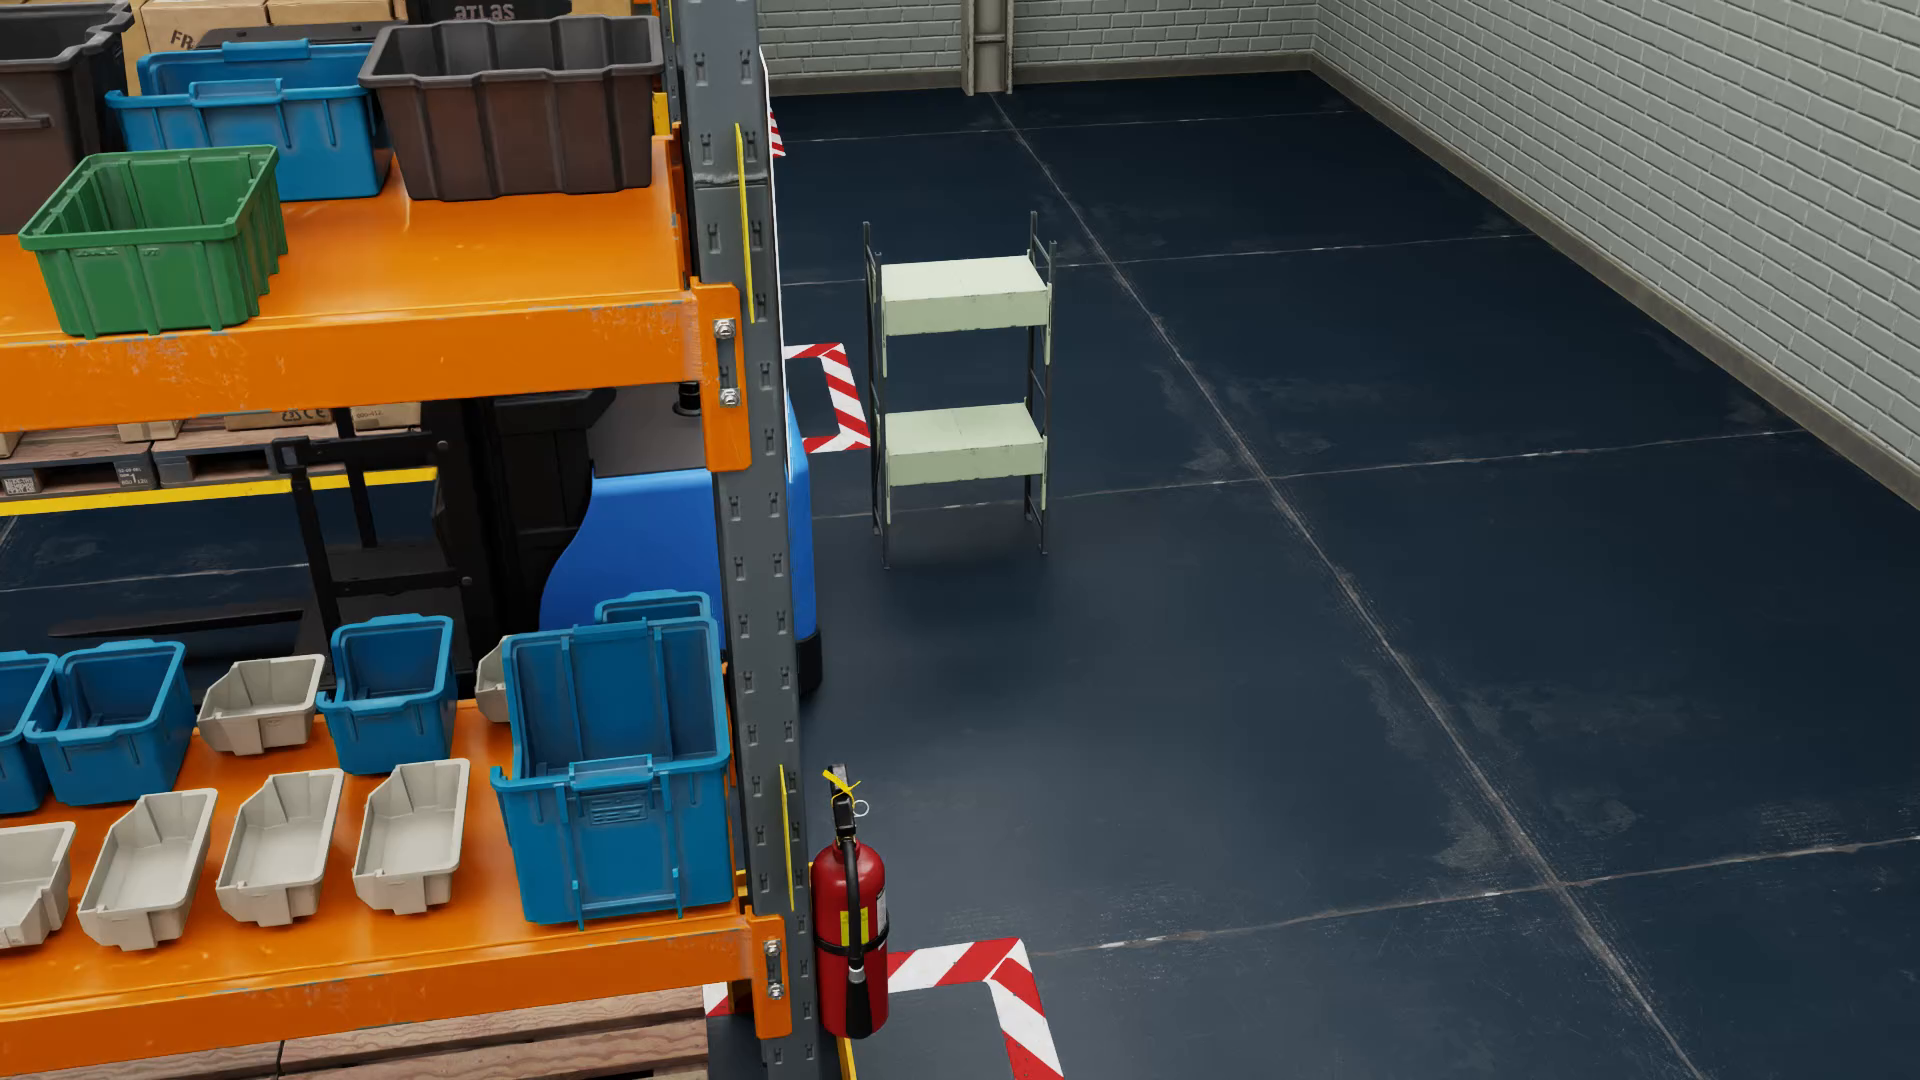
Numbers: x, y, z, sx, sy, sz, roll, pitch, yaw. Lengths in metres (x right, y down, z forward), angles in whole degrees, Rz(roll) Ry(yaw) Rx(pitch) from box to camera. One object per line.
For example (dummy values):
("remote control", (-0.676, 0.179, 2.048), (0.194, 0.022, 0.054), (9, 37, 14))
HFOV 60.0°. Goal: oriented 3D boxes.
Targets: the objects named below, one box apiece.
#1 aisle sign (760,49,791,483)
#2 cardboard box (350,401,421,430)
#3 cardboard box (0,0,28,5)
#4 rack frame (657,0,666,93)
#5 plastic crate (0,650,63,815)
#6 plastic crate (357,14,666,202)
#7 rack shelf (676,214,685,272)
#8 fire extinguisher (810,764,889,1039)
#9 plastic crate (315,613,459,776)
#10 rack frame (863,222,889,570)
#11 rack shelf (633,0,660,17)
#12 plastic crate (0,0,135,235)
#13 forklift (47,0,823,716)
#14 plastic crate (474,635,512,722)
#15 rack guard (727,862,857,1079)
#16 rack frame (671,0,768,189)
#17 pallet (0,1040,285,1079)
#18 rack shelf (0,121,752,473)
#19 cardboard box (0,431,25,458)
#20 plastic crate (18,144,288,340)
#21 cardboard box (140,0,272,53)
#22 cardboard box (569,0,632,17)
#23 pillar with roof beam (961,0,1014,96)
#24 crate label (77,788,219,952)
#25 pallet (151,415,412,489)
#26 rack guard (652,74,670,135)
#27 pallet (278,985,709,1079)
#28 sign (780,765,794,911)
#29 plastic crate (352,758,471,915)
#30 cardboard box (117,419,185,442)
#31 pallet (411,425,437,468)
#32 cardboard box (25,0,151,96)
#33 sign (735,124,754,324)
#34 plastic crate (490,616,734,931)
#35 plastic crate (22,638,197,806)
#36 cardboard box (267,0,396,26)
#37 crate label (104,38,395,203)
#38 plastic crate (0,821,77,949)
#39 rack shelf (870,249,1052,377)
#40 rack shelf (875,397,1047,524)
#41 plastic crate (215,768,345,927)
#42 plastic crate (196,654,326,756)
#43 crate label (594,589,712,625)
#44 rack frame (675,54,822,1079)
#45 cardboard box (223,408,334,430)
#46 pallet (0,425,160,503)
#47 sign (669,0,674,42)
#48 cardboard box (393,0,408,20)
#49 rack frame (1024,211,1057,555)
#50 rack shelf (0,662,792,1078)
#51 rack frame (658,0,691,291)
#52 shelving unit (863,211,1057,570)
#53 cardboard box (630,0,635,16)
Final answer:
("aisle sign", (-0.360, -0.547, 3.155), (0.004, 0.787, 0.394), (-5, 31, -9))
("cardboard box", (-2.803, -0.796, 8.422), (0.500, 0.250, 0.500), (-5, 31, -9))
("cardboard box", (-4.286, -2.094, 7.267), (0.500, 0.500, 0.500), (-6, 31, -10))
("rack frame", (-2.268, -4.505, 12.452), (0.127, 3.000, 1.000), (-5, 31, -9))
("plastic crate", (-2.377, 0.487, 4.069), (0.300, 0.233, 0.416), (-5, 31, -9))
("plastic crate", (-0.913, -0.906, 3.501), (0.590, 0.269, 0.497), (-5, 31, -9))
("rack shelf", (-3.340, -1.543, 8.124), (4.000, 0.370, 1.077), (-5, 31, -9))
("fire extinguisher", (-0.254, 0.842, 3.804), (0.183, 0.674, 0.296), (-5, 31, -9))
("plastic crate", (-1.434, 0.399, 4.217), (0.300, 0.233, 0.416), (-5, 31, -9))
("rack frame", (-0.367, -0.612, 7.312), (0.023, 1.500, 0.400), (-5, 31, -9))
("rack shelf", (-4.236, -4.012, 12.324), (4.000, 0.370, 1.077), (-5, 31, -9))
("plastic crate", (-2.036, -0.829, 3.303), (0.767, 0.338, 0.504), (-5, 31, -9))
("forklift", (-2.121, -0.710, 6.066), (3.031, 2.935, 1.130), (-6, 31, -10))
("plastic crate", (-1.117, 0.369, 4.364), (0.298, 0.136, 0.250), (-5, 31, -9))
("rack guard", (-0.463, 1.503, 4.700), (0.348, 0.500, 1.175), (-5, 31, -9))
("rack frame", (-0.484, -2.151, 2.531), (0.127, 3.000, 1.000), (-5, 31, -9))
("pallet", (-2.500, 1.802, 4.477), (1.213, 0.211, 1.003), (-5, 31, -9))
("rack shelf", (-2.451, -0.366, 3.163), (4.000, 0.370, 1.077), (-5, 31, -9))
("cardboard box", (-4.855, -0.631, 8.083), (0.500, 0.311, 0.500), (-5, 31, -9))
("plastic crate", (-1.403, -0.535, 2.950), (0.336, 0.188, 0.450), (-5, 31, -9))
("cardboard box", (-3.272, -2.189, 7.428), (0.500, 0.500, 0.500), (-4, 31, -7))
("cardboard box", (-1.761, -2.332, 7.671), (0.500, 0.500, 0.500), (-6, 31, -9))
("pillar with roof beam", (1.007, -5.622, 8.434), (0.400, 9.000, 9.100), (-5, 31, -9))
("crate label", (-1.811, 0.744, 3.726), (0.243, 0.136, 0.396), (-5, 31, -9))
("pallet", (-3.429, -0.643, 8.636), (1.213, 0.211, 1.003), (-5, 31, -9))
("rack guard", (-2.245, -3.430, 13.089), (0.348, 0.500, 1.175), (-5, 31, -9))
("pallet", (-1.302, 1.693, 4.663), (1.213, 0.211, 1.003), (-5, 31, -9))
("sign", (-0.369, 0.637, 3.546), (0.005, 0.325, 0.100), (-5, 31, -9))
("plastic crate", (-1.254, 0.687, 3.823), (0.243, 0.136, 0.396), (-5, 31, -9))
("cardboard box", (-4.006, -0.653, 8.262), (0.250, 0.166, 0.380), (-5, 31, -9))
("pallet", (-2.231, -0.753, 8.823), (1.213, 0.211, 1.003), (-5, 31, -9))
("cardboard box", (-3.780, -2.141, 7.347), (0.500, 0.500, 0.500), (-6, 31, -10))
("sign", (-0.369, -0.541, 2.854), (0.005, 0.325, 0.100), (-5, 31, -9))
("plastic crate", (-0.780, 0.517, 3.817), (0.499, 0.435, 0.616), (-5, 31, -9))
("plastic crate", (-2.081, 0.460, 4.115), (0.300, 0.233, 0.416), (-5, 31, -9))
("cardboard box", (-2.767, -2.236, 7.507), (0.500, 0.500, 0.500), (-4, 31, -8))
("crate label", (-1.450, -0.871, 3.460), (0.502, 0.251, 0.408), (-5, 31, -9))
("plastic crate", (-2.099, 0.780, 3.665), (0.250, 0.136, 0.298), (-5, 31, -9))
("rack shelf", (-0.007, -0.982, 7.171), (0.720, 0.370, 0.431), (-5, 31, -9))
("rack shelf", (-0.007, -0.365, 7.534), (0.720, 0.370, 0.431), (-5, 31, -9))
("plastic crate", (-1.541, 0.706, 3.790), (0.243, 0.136, 0.396), (-5, 31, -9))
("plastic crate", (-1.784, 0.431, 4.259), (0.298, 0.136, 0.250), (-5, 31, -9))
("crate label", (-0.786, 0.339, 4.320), (0.303, 0.233, 0.416), (-5, 31, -9))
("rack frame", (-0.484, 0.435, 4.052), (0.127, 3.000, 1.000), (-5, 31, -9))
("cardboard box", (-3.460, -0.958, 8.448), (0.637, 0.503, 0.797), (-5, 31, -9))
("pallet", (-4.631, -0.530, 8.444), (1.213, 0.211, 1.003), (-5, 31, -9))
("sign", (-1.292, -2.392, 7.405), (0.005, 0.325, 0.100), (-5, 31, -9))
("cardboard box", (-2.258, -2.285, 7.592), (0.500, 0.500, 0.500), (-4, 31, -8))
("rack frame", (0.353, -0.679, 7.426), (0.023, 1.500, 0.400), (-5, 31, -9))
("rack shelf", (-2.451, 0.927, 3.923), (4.000, 0.370, 1.077), (-5, 31, -9))
("rack frame", (-1.373, -2.035, 8.252), (0.127, 3.000, 1.000), (-5, 31, -9))
("shelving unit", (-0.007, -0.646, 7.369), (0.755, 1.500, 0.431), (-5, 31, -9))
("cardboard box", (-1.857, -2.600, 8.128), (0.500, 0.500, 0.500), (-4, 31, -7))
